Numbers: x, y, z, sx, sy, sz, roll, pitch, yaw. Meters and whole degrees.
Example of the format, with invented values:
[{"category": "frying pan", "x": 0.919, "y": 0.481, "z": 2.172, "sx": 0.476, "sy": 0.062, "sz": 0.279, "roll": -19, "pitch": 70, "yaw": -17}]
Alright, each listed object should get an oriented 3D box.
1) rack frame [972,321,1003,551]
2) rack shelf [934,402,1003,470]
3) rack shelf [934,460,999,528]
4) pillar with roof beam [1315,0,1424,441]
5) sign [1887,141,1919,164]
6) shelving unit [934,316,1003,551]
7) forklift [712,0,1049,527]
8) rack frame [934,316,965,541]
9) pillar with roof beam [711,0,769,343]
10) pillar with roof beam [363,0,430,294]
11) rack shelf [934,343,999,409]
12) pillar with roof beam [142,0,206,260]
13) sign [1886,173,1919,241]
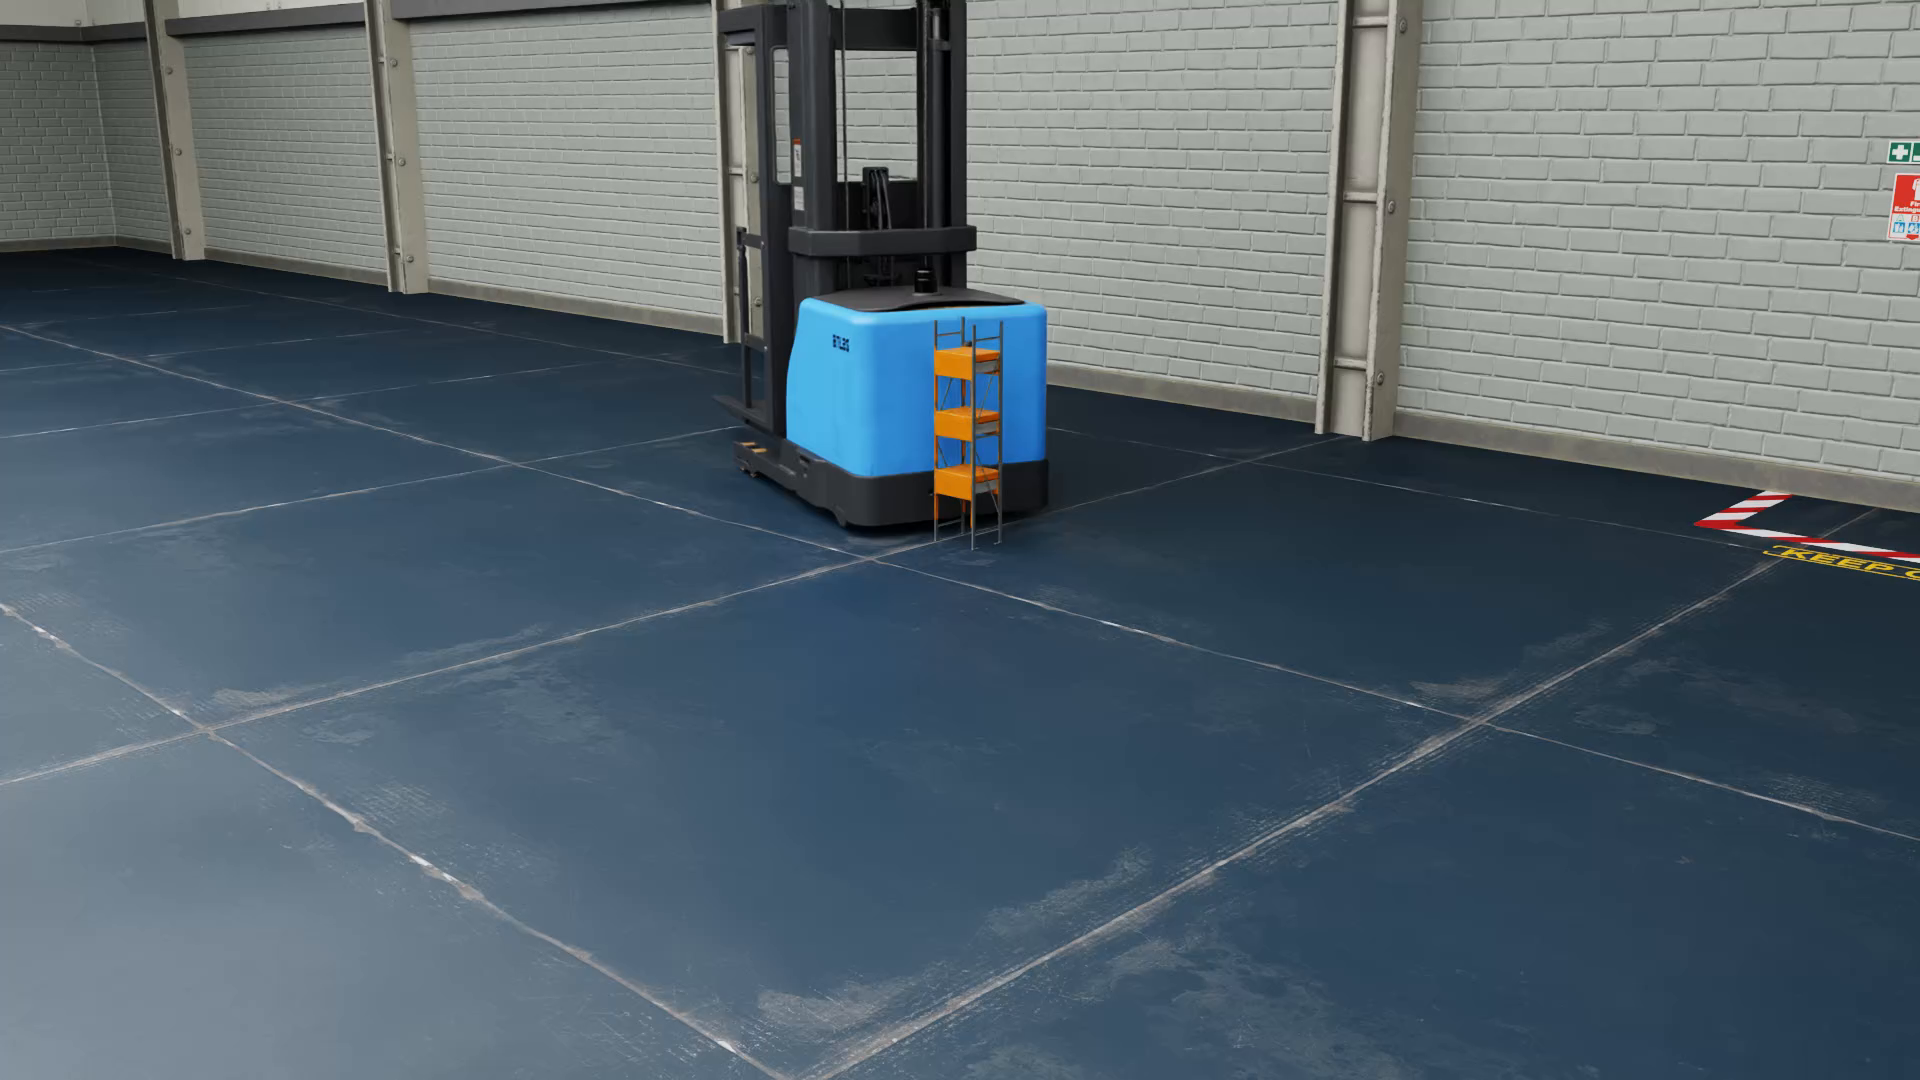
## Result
[{"category": "rack frame", "x": 0.126, "y": -0.477, "z": 7.682, "sx": 0.008, "sy": 1.050, "sz": 0.200, "roll": 14, "pitch": 20, "yaw": 42}, {"category": "rack shelf", "x": 0.039, "y": -0.488, "z": 7.766, "sx": 0.240, "sy": 0.259, "sz": 0.215, "roll": 14, "pitch": 20, "yaw": 42}, {"category": "rack shelf", "x": 0.039, "y": -0.219, "z": 7.837, "sx": 0.240, "sy": 0.259, "sz": 0.215, "roll": 14, "pitch": 20, "yaw": 42}, {"category": "pillar with roof beam", "x": -0.494, "y": -4.245, "z": 6.378, "sx": 0.400, "sy": 9.000, "sz": 9.100, "roll": 14, "pitch": 20, "yaw": 42}, {"category": "sign", "x": 4.731, "y": -1.900, "z": 8.153, "sx": 0.331, "sy": 0.109, "sz": 0.001, "roll": 14, "pitch": 20, "yaw": 42}, {"category": "shelving unit", "x": 0.039, "y": -0.499, "z": 7.764, "sx": 0.252, "sy": 1.050, "sz": 0.215, "roll": 14, "pitch": 20, "yaw": 42}, {"category": "forklift", "x": -0.636, "y": -1.806, "z": 9.051, "sx": 1.130, "sy": 2.935, "sz": 3.031, "roll": -7, "pitch": 16, "yaw": -24}, {"category": "rack frame", "x": -0.049, "y": -0.520, "z": 7.846, "sx": 0.008, "sy": 1.050, "sz": 0.200, "roll": 14, "pitch": 20, "yaw": 42}, {"category": "pillar with roof beam", "x": -4.813, "y": -5.295, "z": 10.408, "sx": 0.400, "sy": 9.000, "sz": 9.100, "roll": 14, "pitch": 20, "yaw": 42}, {"category": "pillar with roof beam", "x": -9.133, "y": -6.346, "z": 14.438, "sx": 0.400, "sy": 9.000, "sz": 9.100, "roll": 14, "pitch": 20, "yaw": 42}, {"category": "rack shelf", "x": 0.039, "y": -0.763, "z": 7.695, "sx": 0.240, "sy": 0.259, "sz": 0.215, "roll": 14, "pitch": 20, "yaw": 42}, {"category": "pillar with roof beam", "x": -13.452, "y": -7.396, "z": 18.468, "sx": 0.400, "sy": 9.000, "sz": 9.100, "roll": 14, "pitch": 20, "yaw": 42}, {"category": "sign", "x": 4.734, "y": -1.646, "z": 8.229, "sx": 0.234, "sy": 0.329, "sz": 0.001, "roll": 14, "pitch": 20, "yaw": 42}]
